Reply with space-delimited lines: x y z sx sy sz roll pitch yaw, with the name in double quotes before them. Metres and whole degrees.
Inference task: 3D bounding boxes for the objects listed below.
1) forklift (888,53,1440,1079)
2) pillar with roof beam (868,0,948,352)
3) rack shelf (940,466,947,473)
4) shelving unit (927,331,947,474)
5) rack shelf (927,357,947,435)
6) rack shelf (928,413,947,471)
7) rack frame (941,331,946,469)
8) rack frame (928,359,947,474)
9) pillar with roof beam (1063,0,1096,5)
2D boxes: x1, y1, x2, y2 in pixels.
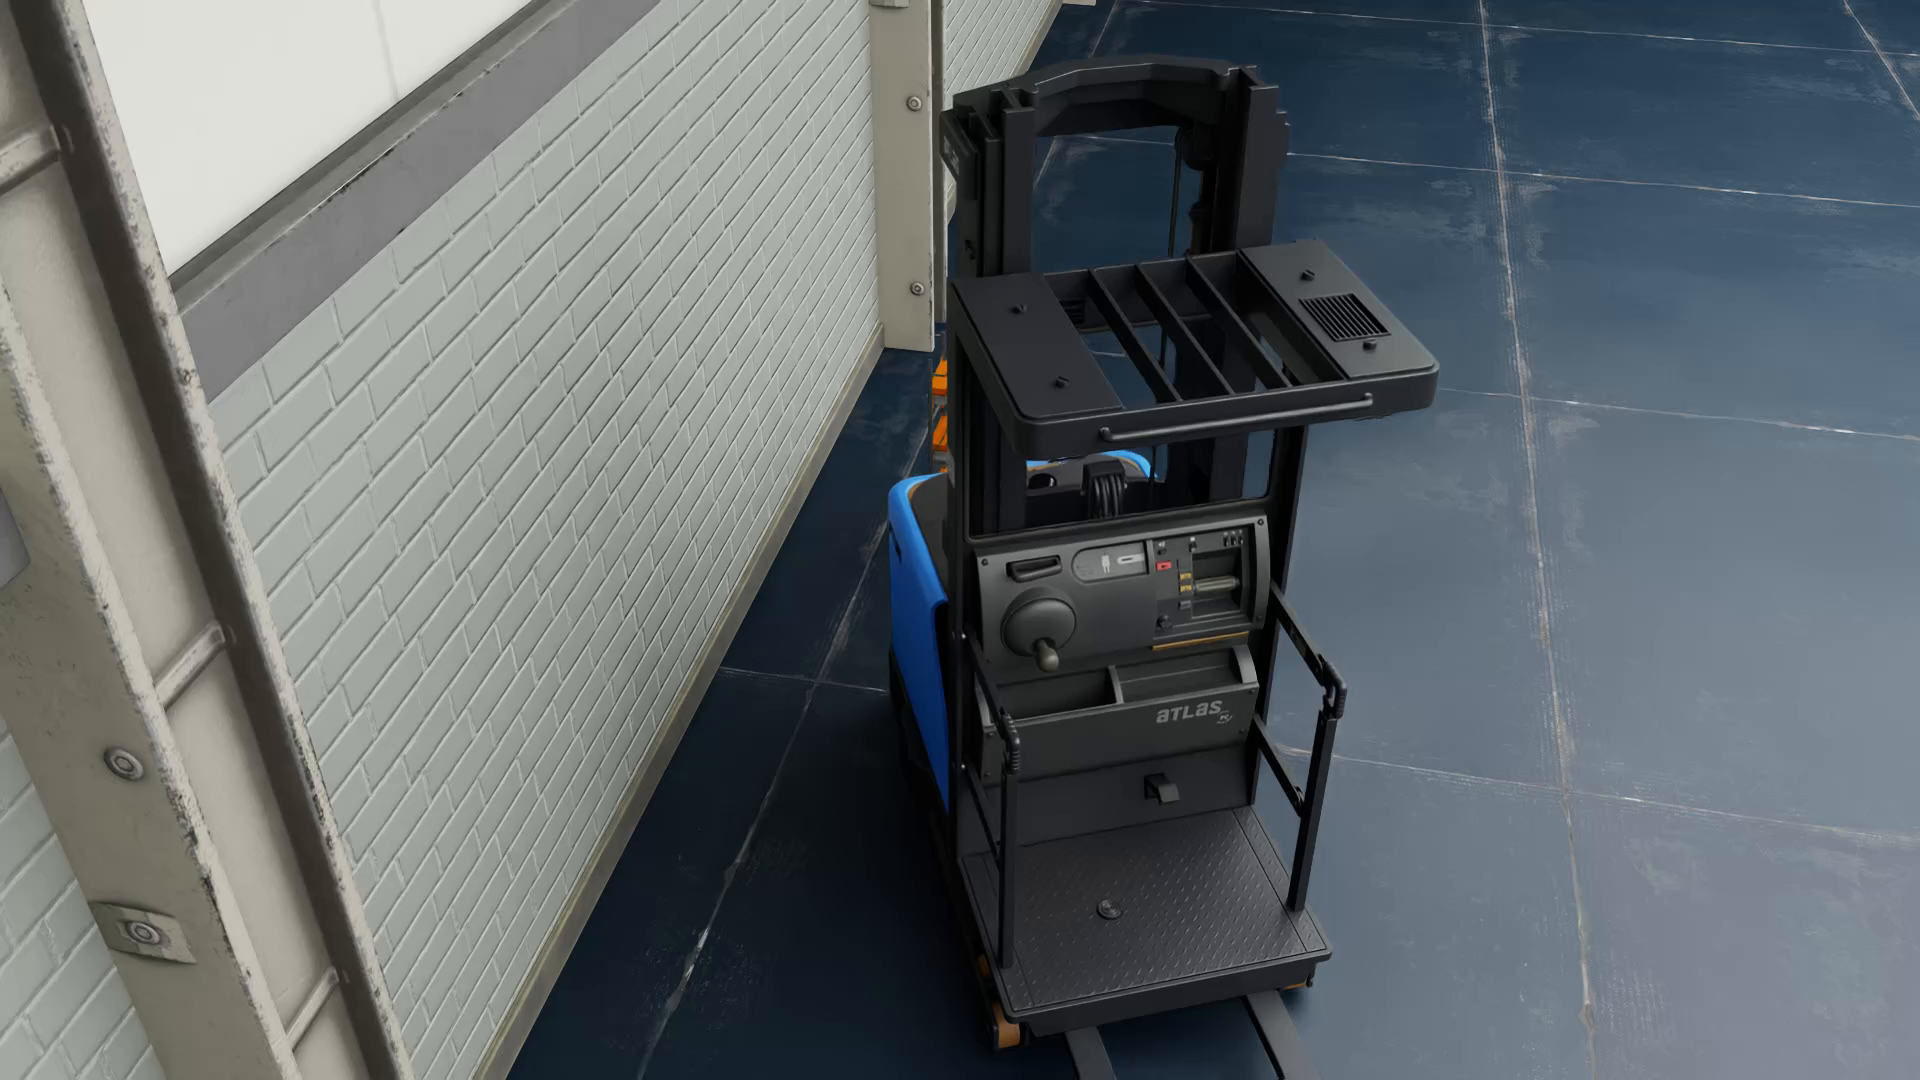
"forklift" 0.561 0.225 4.941 1.130 2.935 3.031 -8 37 -11
"pillar with roof beam" 3.944 -4.275 5.980 9.100 9.000 0.400 7 37 10
"rack shelf" -0.011 -0.161 7.569 0.215 0.259 0.240 7 37 10
"shelving unit" -0.011 -0.394 7.400 0.215 1.050 0.252 7 37 10
"rack shelf" -0.011 -0.616 7.239 0.215 0.259 0.240 7 37 10
"rack shelf" -0.011 -0.386 7.406 0.215 0.259 0.240 7 37 10
"rack frame" 0.015 -0.464 7.496 0.200 1.050 0.008 7 37 10
"rack frame" -0.037 -0.324 7.303 0.200 1.050 0.008 7 37 10
"pillar with roof beam" 5.225 -7.714 10.726 9.100 9.000 0.400 7 37 10
